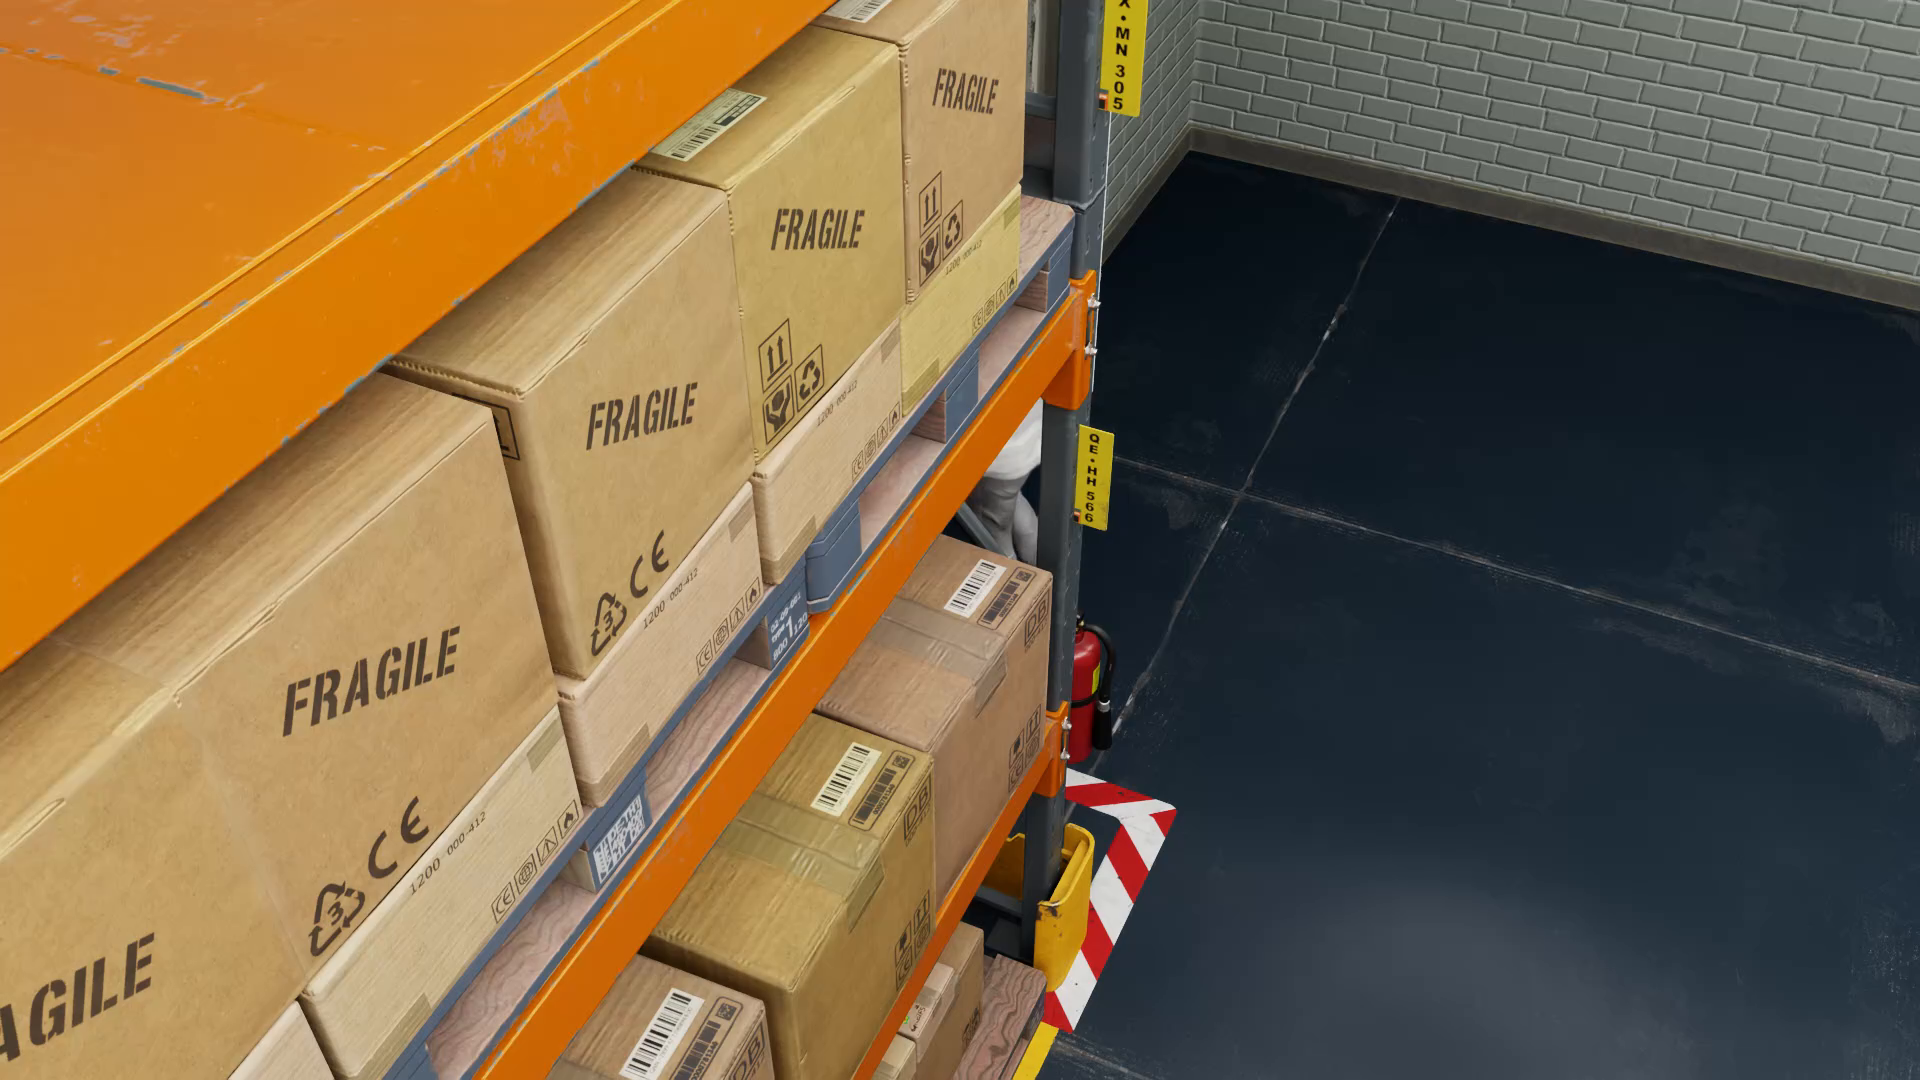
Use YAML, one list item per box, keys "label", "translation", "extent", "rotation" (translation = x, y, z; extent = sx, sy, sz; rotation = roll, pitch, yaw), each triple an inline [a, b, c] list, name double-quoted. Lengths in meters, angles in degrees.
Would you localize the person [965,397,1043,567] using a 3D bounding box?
- label: "person"
  translation: [0.165, -0.342, 6.515]
  extent: [0.397, 1.799, 0.582]
  rotation: [23, 47, 23]
